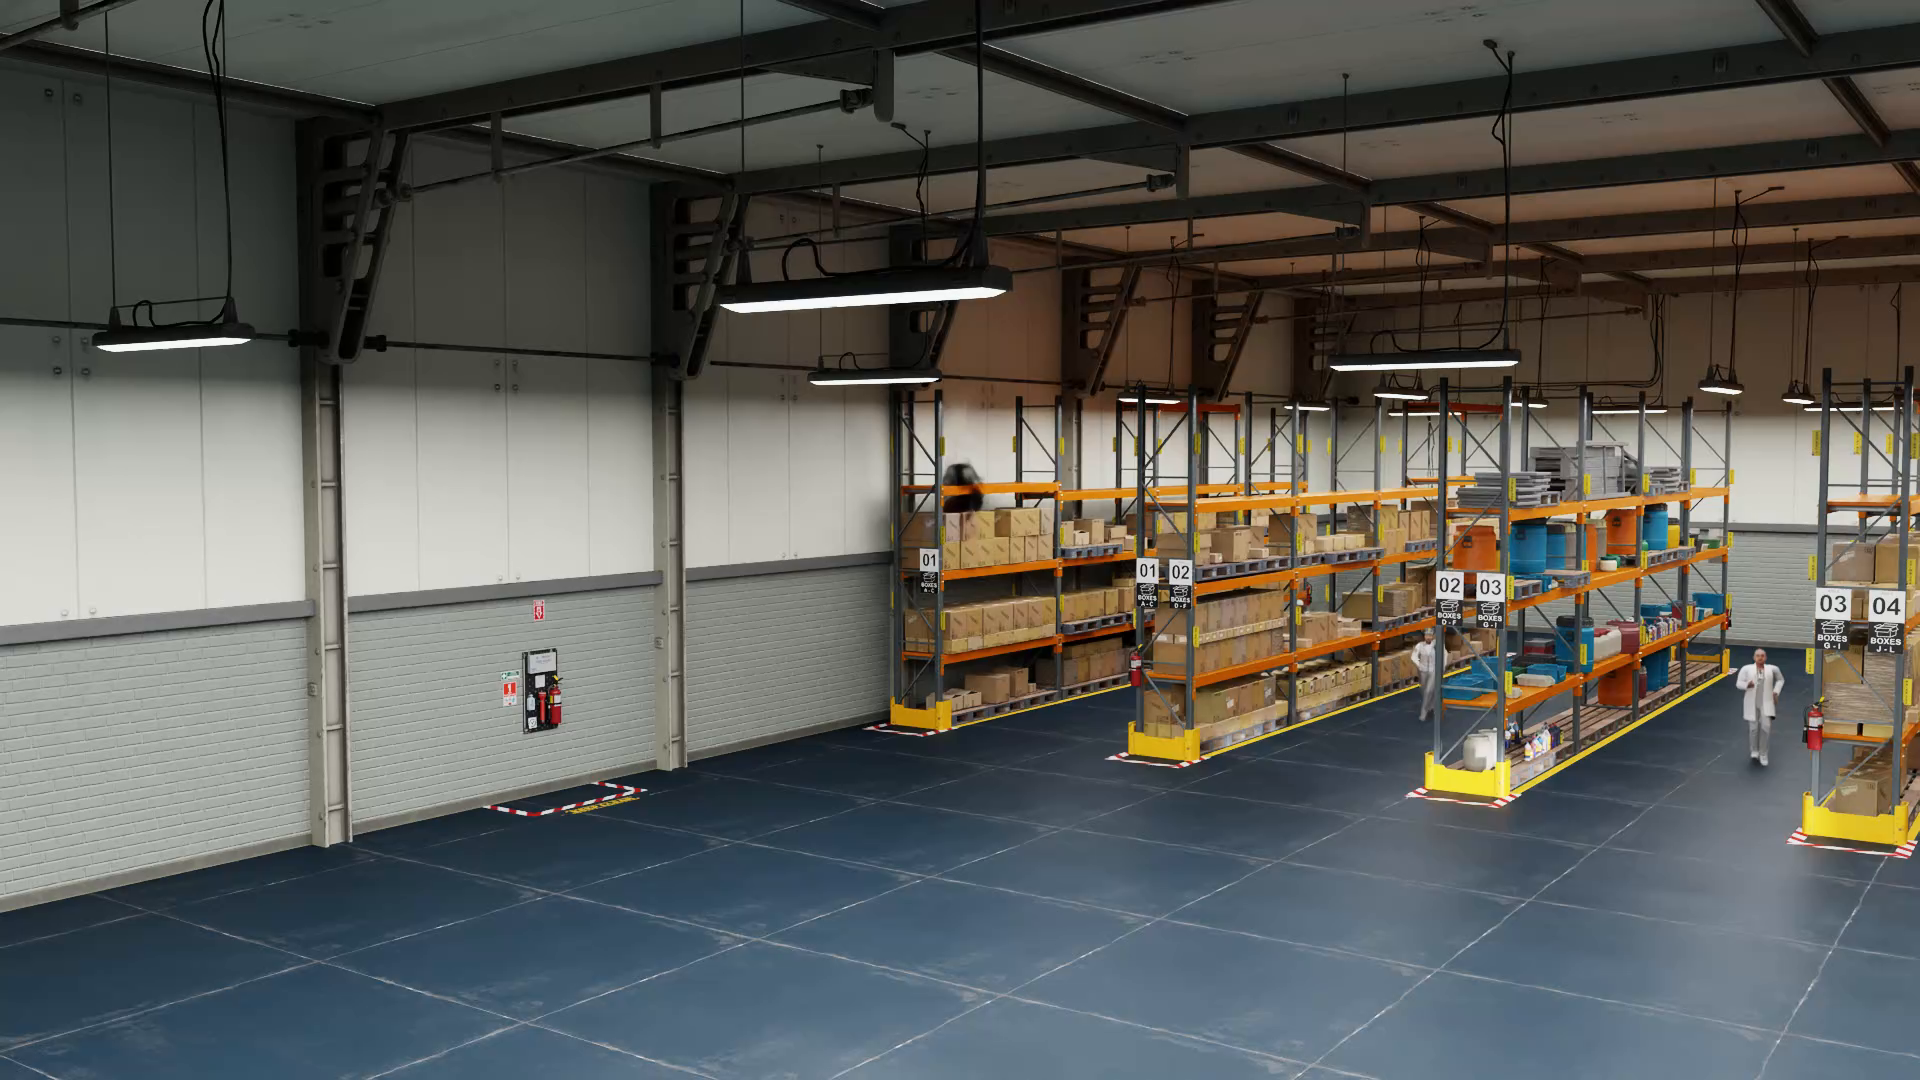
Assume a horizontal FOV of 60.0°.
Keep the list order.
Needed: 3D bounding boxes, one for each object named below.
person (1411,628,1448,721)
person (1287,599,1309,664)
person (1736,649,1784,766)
[{"bbox_3d":[8.647,2.446,30.658,0.638,1.678,0.965,1,4,25],"label":"person"},{"bbox_3d":[7.158,2.139,35.039,0.640,1.796,0.890,2,4,36],"label":"person"},{"bbox_3d":[12.631,2.639,26.275,0.685,1.826,0.777,2,4,27],"label":"person"}]
